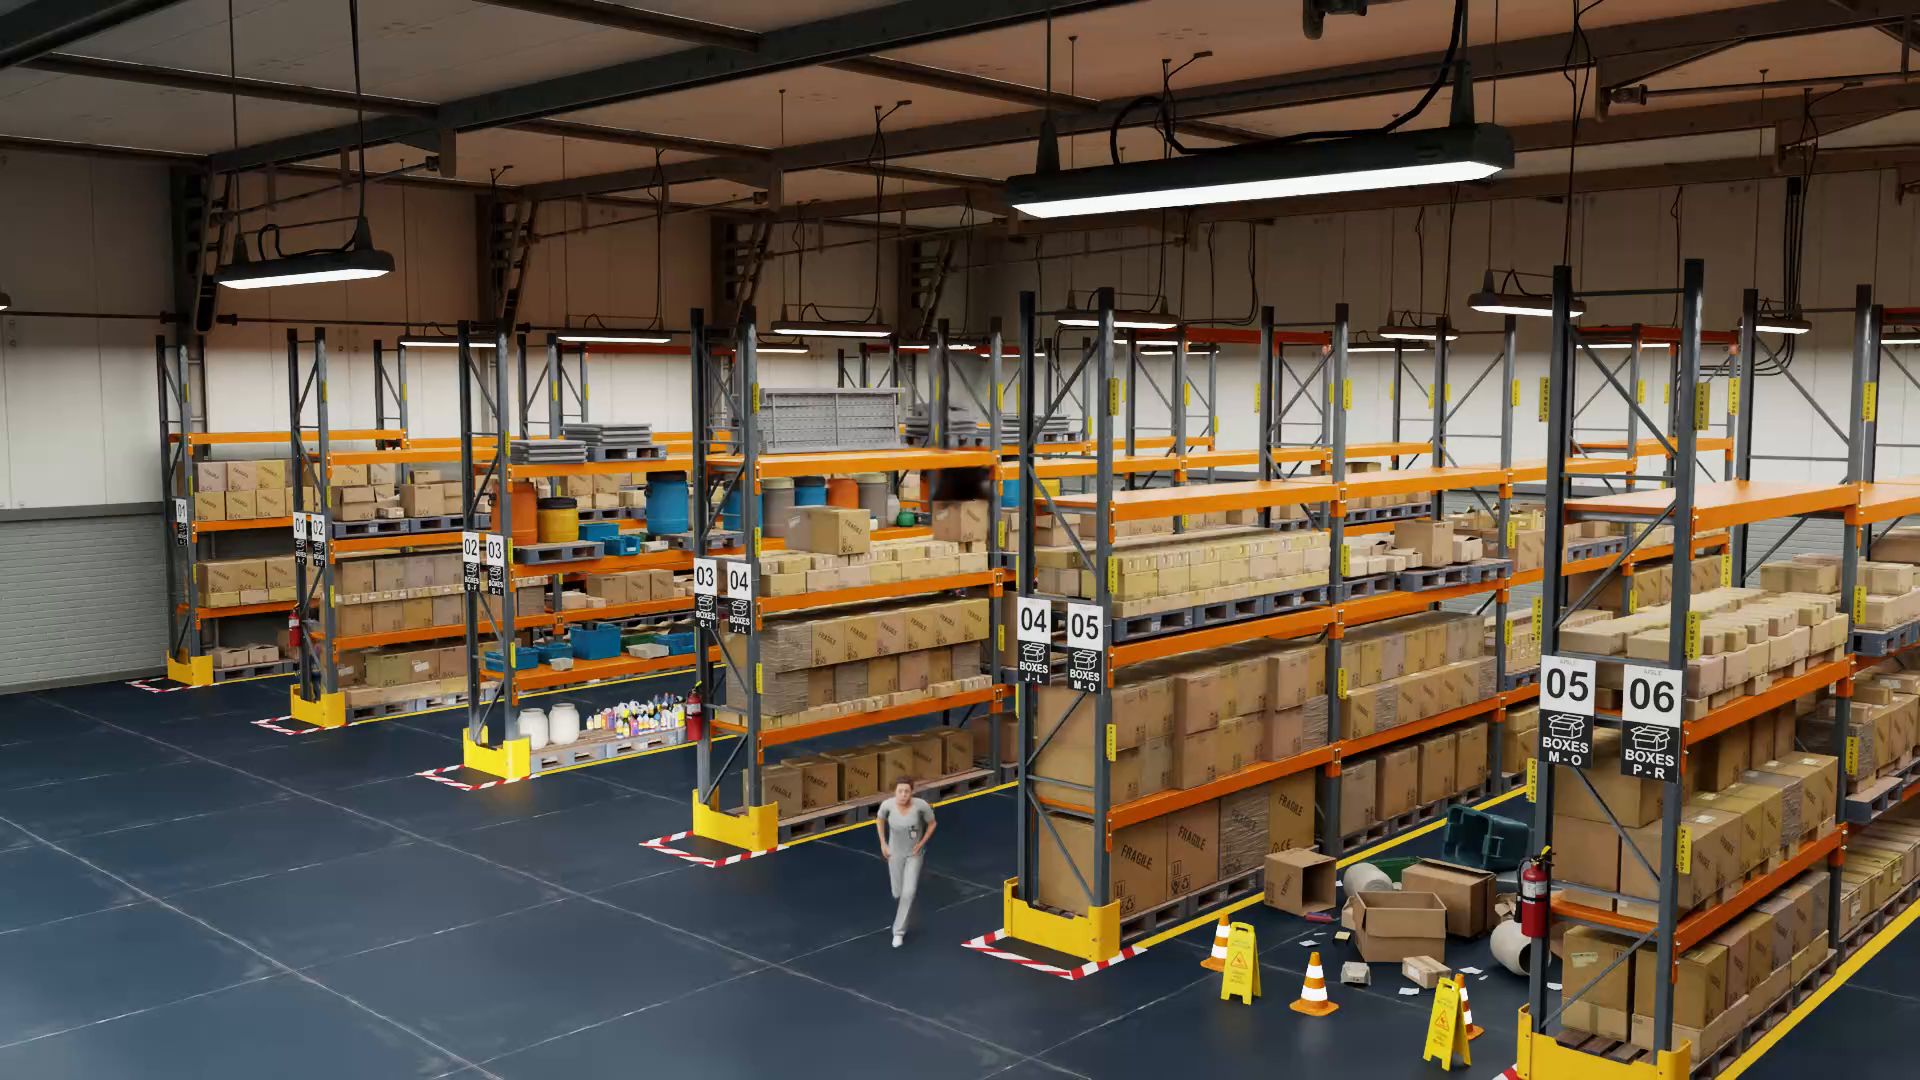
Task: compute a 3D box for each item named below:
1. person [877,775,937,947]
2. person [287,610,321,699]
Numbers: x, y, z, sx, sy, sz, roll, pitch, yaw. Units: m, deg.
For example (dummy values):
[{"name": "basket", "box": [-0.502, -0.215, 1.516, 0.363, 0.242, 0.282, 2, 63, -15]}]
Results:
[{"name": "person", "box": [-0.496, 2.935, 15.540, 0.559, 1.613, 0.791, 0, 5, -1]}, {"name": "person", "box": [-10.621, 1.864, 27.089, 0.530, 1.537, 0.603, 4, 7, 38]}]
